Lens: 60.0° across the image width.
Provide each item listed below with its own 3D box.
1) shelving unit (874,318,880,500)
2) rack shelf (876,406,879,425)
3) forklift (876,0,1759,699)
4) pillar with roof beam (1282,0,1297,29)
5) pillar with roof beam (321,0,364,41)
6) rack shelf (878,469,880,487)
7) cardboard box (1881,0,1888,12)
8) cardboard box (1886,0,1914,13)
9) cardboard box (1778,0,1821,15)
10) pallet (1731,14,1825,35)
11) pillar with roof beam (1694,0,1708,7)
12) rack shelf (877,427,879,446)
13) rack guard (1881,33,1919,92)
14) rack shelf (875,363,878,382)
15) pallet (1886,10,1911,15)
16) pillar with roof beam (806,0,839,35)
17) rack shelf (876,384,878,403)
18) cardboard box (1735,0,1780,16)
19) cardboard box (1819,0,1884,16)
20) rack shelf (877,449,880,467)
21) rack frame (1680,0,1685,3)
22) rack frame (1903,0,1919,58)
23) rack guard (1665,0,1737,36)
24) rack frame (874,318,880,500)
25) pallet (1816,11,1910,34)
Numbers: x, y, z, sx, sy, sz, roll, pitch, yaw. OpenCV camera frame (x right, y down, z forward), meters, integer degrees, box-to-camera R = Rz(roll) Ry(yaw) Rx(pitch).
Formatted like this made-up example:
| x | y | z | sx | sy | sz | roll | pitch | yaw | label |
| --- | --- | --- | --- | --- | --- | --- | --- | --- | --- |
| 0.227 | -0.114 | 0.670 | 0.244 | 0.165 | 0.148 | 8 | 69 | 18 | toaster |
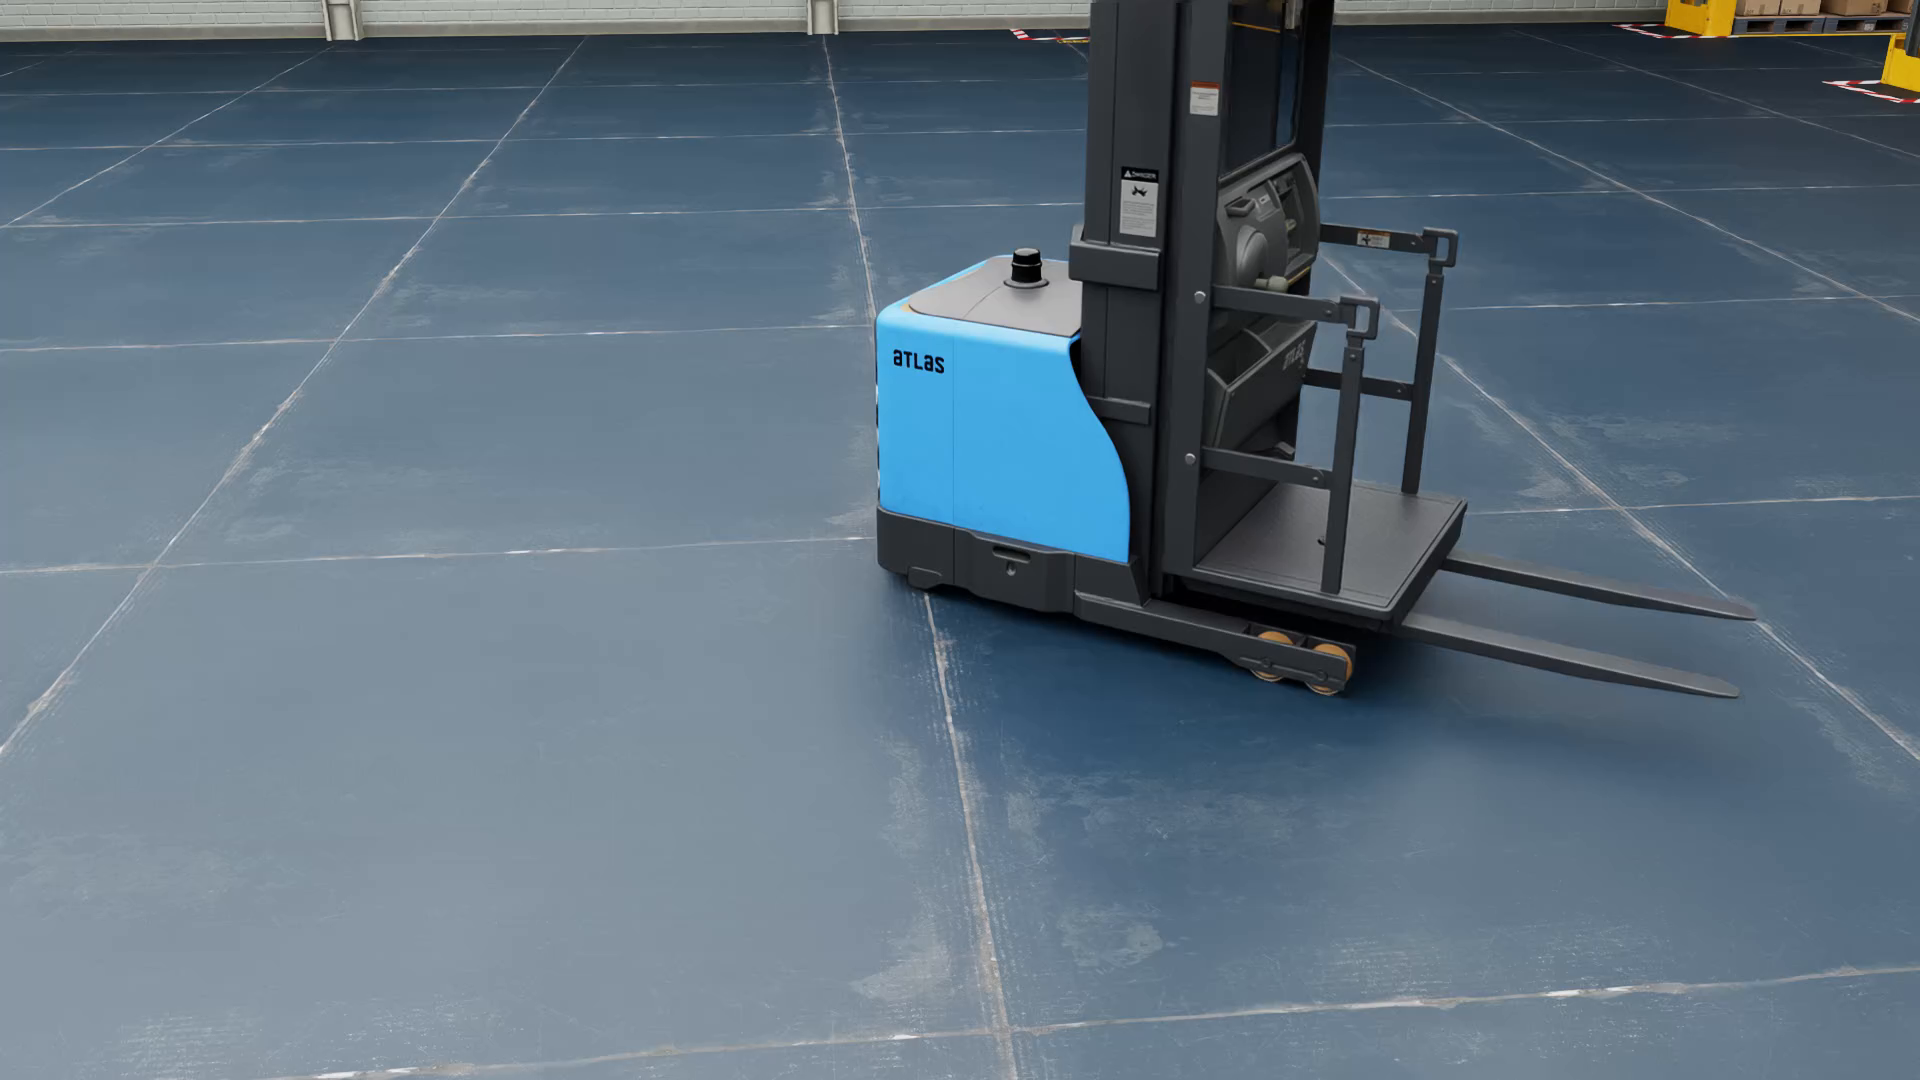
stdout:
| x | y | z | sx | sy | sz | roll | pitch | yaw | label |
| --- | --- | --- | --- | --- | --- | --- | --- | --- | --- |
| -0.195 | -0.477 | 6.714 | 0.210 | 0.900 | 0.258 | 8 | 25 | 18 | shelving unit |
| -0.195 | -0.528 | 6.691 | 0.200 | 0.077 | 0.258 | 8 | 25 | 18 | rack shelf |
| 1.225 | -1.067 | 5.541 | 3.031 | 2.935 | 1.130 | 13 | 27 | 26 | forklift |
| 4.622 | -9.170 | 16.302 | 0.400 | 9.000 | 9.100 | -2 | 24 | -5 | pillar with roof beam |
| -7.320 | -8.691 | 15.224 | 0.400 | 9.000 | 9.100 | -2 | 24 | -5 | pillar with roof beam |
| -0.195 | -0.282 | 6.801 | 0.200 | 0.077 | 0.258 | 8 | 25 | 18 | rack shelf |
| 11.946 | -7.033 | 21.848 | 0.250 | 0.149 | 0.380 | -4 | 24 | -9 | cardboard box |
| 12.510 | -7.191 | 21.772 | 0.500 | 0.500 | 0.500 | -4 | 24 | -9 | cardboard box |
| 10.823 | -7.017 | 21.613 | 0.500 | 0.311 | 0.500 | 0 | 24 | -1 | cardboard box |
| 10.446 | -6.778 | 21.738 | 1.213 | 0.211 | 1.003 | -2 | 24 | -5 | pallet |
| 10.593 | -9.410 | 16.841 | 0.400 | 9.000 | 9.100 | -2 | 24 | -5 | pillar with roof beam |
| -0.195 | -0.446 | 6.728 | 0.200 | 0.077 | 0.258 | 8 | 25 | 18 | rack shelf |
| 10.025 | -4.885 | 17.126 | 0.348 | 0.500 | 1.175 | -2 | 24 | -5 | rack guard |
| -0.195 | -0.693 | 6.618 | 0.200 | 0.077 | 0.258 | 8 | 25 | 18 | rack shelf |
| 12.874 | -6.875 | 21.958 | 1.213 | 0.211 | 1.003 | -2 | 24 | -5 | pallet |
| -1.349 | -8.930 | 15.763 | 0.400 | 9.000 | 9.100 | -2 | 24 | -5 | pillar with roof beam |
| -0.195 | -0.611 | 6.655 | 0.200 | 0.077 | 0.258 | 8 | 25 | 18 | rack shelf |
| 10.256 | -6.994 | 21.562 | 0.500 | 0.311 | 0.500 | -5 | 24 | -11 | cardboard box |
| 11.558 | -7.112 | 21.595 | 0.500 | 0.500 | 0.700 | -4 | 24 | -8 | cardboard box |
| -0.195 | -0.364 | 6.764 | 0.200 | 0.077 | 0.258 | 8 | 25 | 18 | rack shelf |
| 9.559 | -8.031 | 21.124 | 0.127 | 3.000 | 1.000 | -2 | 24 | -5 | rack frame |
| 10.049 | -6.028 | 16.620 | 0.127 | 3.000 | 1.000 | -2 | 24 | -5 | rack frame |
| 9.634 | -6.891 | 21.639 | 0.348 | 0.500 | 1.175 | -2 | 24 | -5 | rack guard |
| -0.290 | -0.491 | 6.746 | 0.006 | 0.900 | 0.240 | 8 | 25 | 18 | rack frame |
| 11.657 | -6.825 | 21.845 | 1.213 | 0.211 | 1.003 | -2 | 24 | -5 | pallet |
